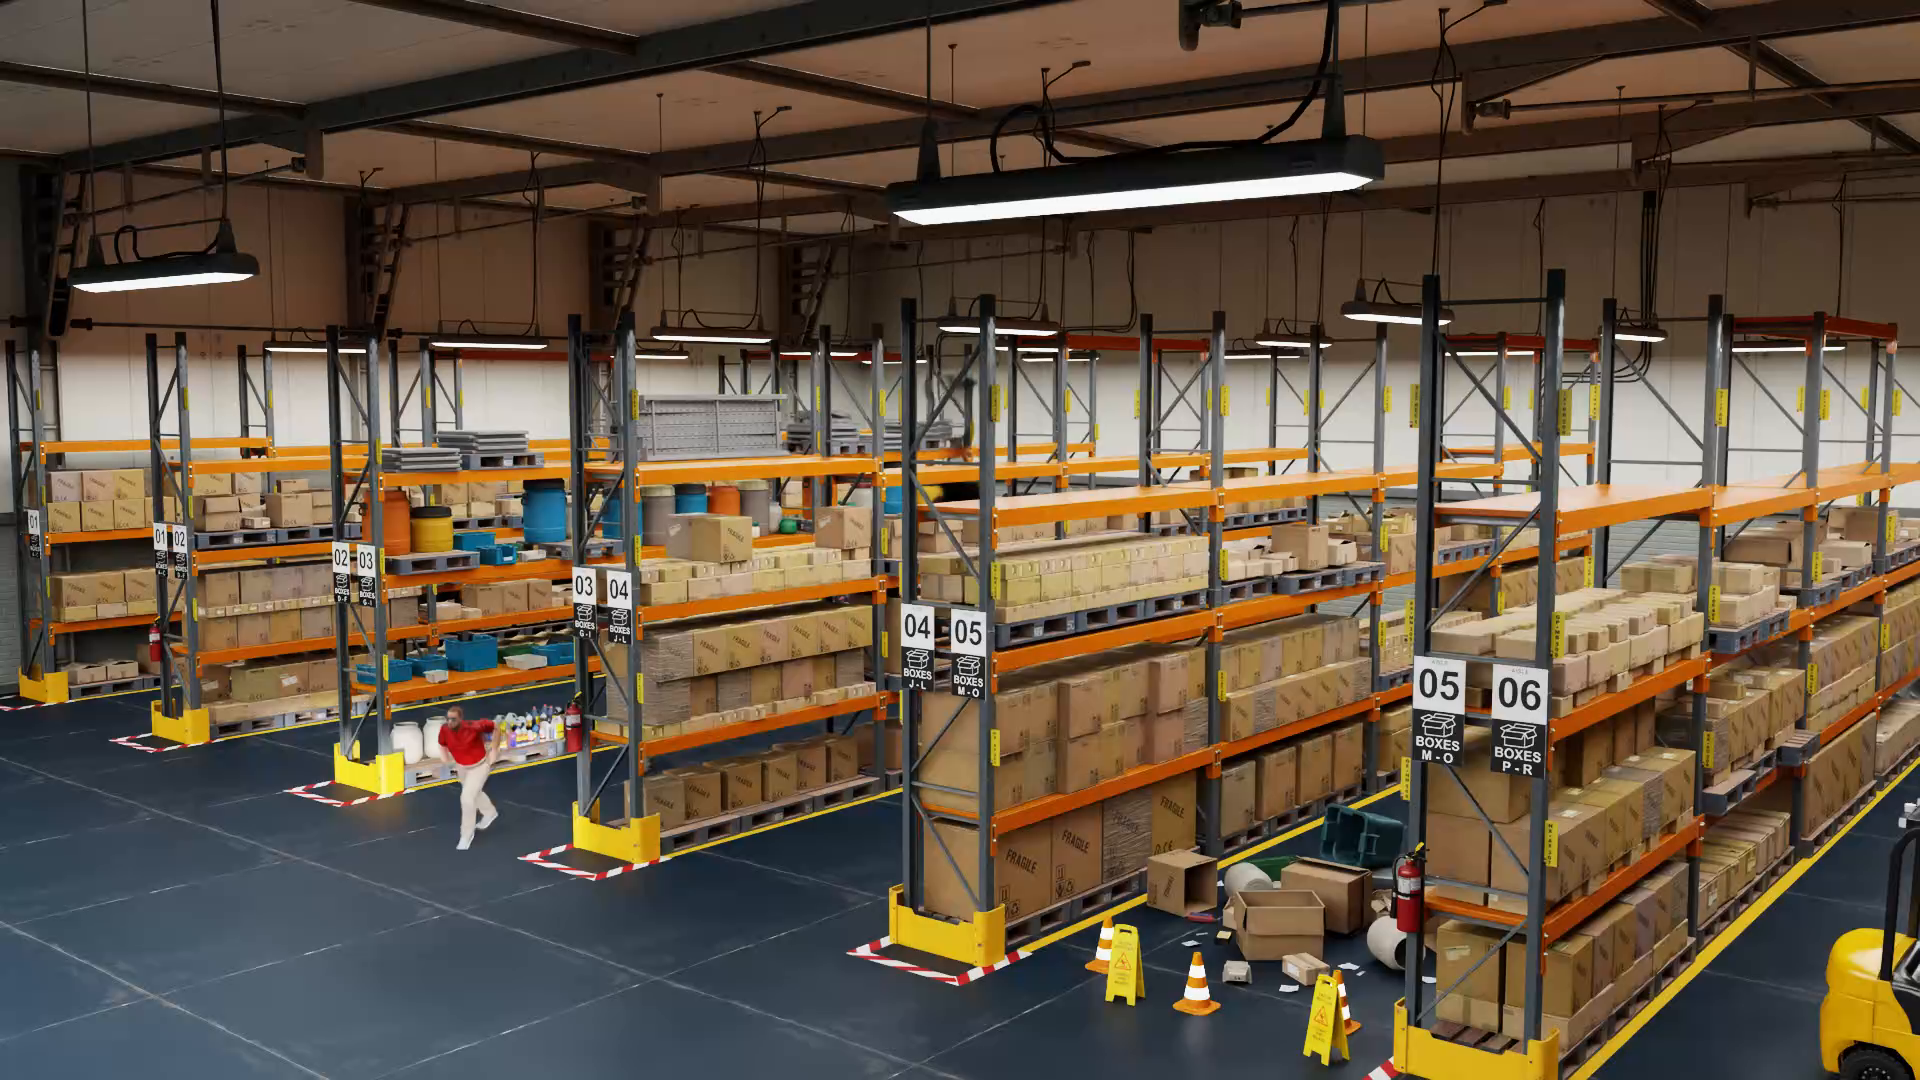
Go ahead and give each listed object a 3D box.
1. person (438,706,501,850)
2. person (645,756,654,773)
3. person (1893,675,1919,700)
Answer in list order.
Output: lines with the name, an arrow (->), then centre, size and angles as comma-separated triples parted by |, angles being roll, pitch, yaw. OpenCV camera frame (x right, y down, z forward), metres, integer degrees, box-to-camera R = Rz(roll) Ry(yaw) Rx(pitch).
person -> -5.557, 2.675, 19.061 | 0.707, 1.696, 1.014 | 1, 5, 13
person -> -4.232, 2.269, 22.608 | 0.654, 1.731, 0.654 | 1, 5, 13
person -> 14.716, 2.022, 25.798 | 0.545, 1.651, 0.610 | 3, 6, 26
